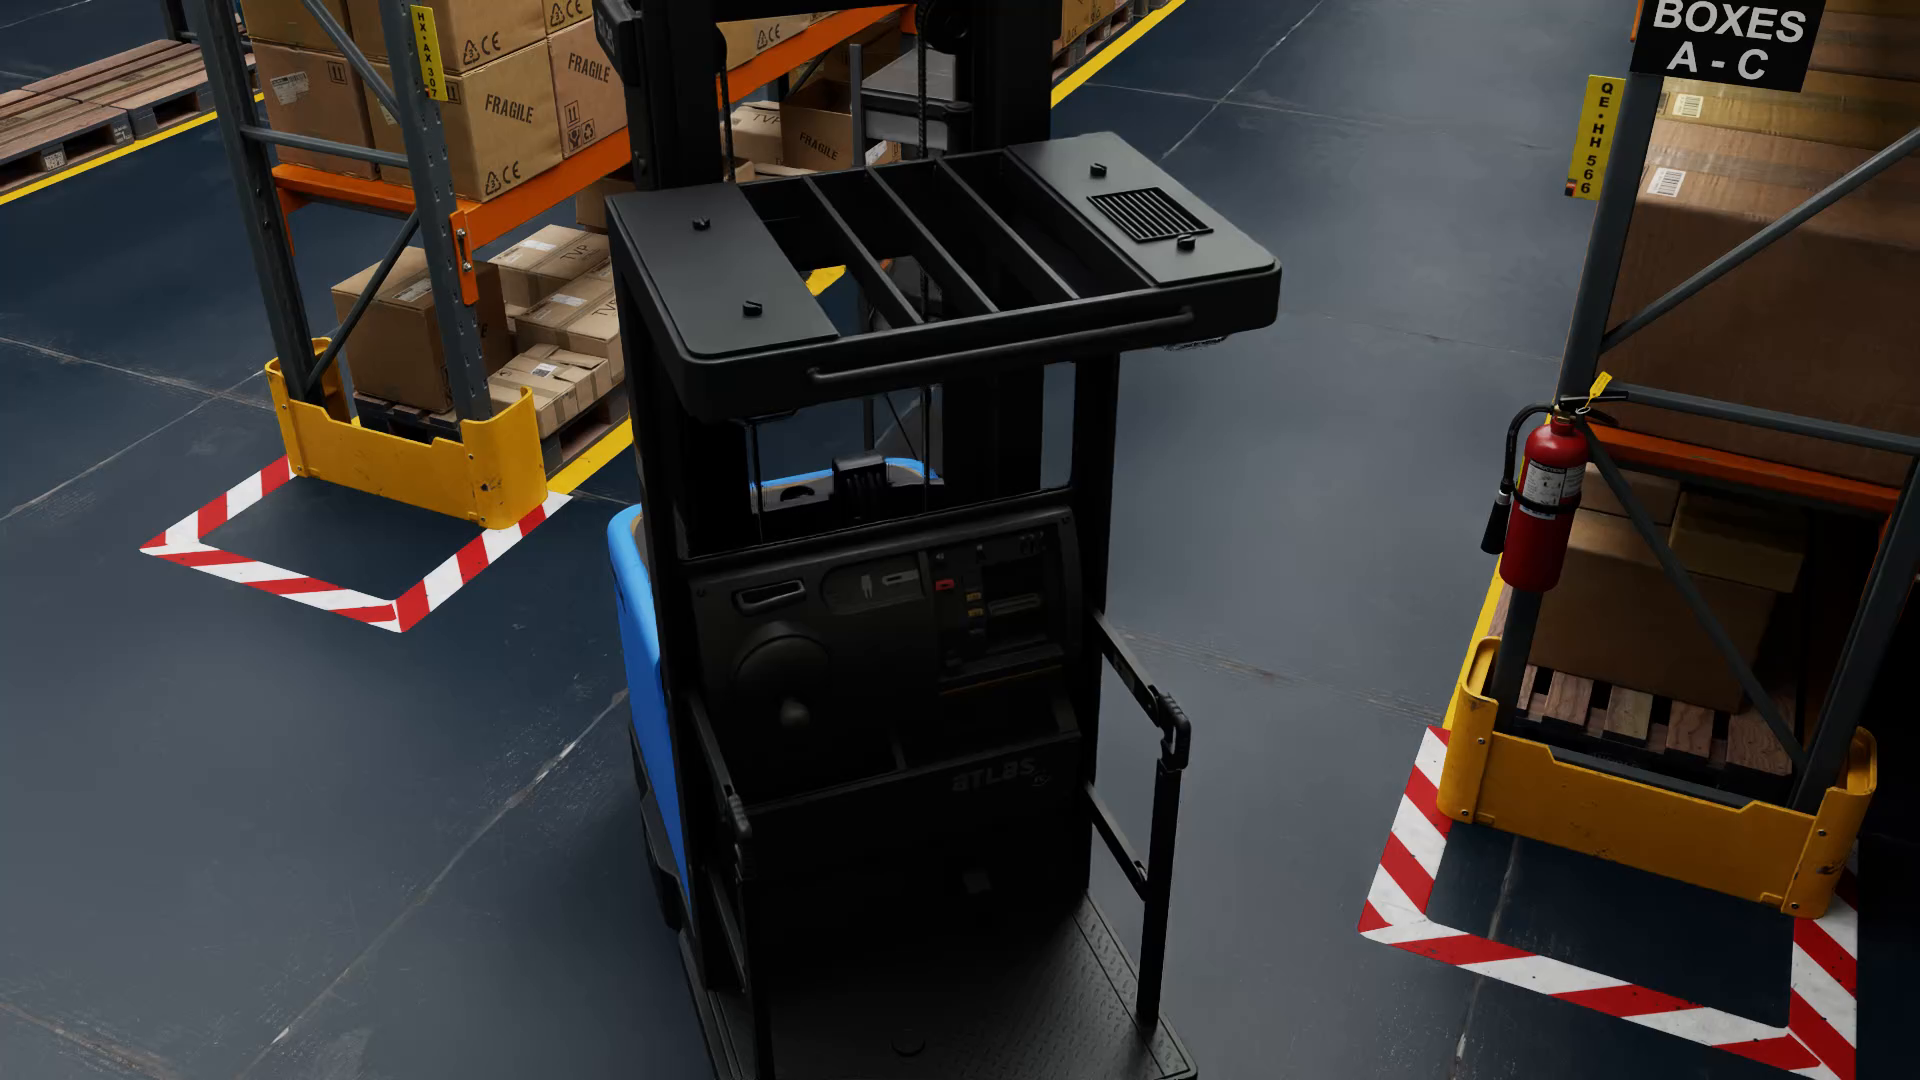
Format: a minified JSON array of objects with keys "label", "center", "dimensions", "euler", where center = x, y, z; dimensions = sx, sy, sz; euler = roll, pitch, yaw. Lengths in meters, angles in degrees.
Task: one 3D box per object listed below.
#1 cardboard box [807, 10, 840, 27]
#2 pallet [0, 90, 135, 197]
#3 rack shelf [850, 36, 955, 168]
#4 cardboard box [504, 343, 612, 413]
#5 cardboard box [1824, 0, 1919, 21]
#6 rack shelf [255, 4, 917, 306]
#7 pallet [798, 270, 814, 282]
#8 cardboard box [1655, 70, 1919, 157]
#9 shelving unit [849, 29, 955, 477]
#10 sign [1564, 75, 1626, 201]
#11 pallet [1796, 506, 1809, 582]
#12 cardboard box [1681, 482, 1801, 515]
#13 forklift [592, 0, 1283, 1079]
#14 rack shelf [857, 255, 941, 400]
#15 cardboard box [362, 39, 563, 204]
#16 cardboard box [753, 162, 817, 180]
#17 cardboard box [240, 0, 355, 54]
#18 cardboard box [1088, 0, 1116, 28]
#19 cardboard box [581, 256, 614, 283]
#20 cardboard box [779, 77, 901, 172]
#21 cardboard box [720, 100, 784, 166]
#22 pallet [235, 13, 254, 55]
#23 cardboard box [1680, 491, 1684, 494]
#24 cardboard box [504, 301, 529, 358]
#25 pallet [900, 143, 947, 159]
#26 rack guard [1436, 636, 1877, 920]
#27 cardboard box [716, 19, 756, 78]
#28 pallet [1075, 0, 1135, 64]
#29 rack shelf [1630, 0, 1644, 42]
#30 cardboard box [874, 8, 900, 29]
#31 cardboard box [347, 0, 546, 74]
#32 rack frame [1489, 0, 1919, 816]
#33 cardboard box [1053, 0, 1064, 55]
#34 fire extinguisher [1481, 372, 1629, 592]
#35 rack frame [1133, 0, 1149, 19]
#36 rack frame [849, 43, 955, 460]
[{"label":"cardboard box","center":[-0.871,-2.934,8.398],"dimensions":[0.500,0.500,0.500],"euler":[15,36,22]},{"label":"pallet","center":[-5.959,-2.444,10.285],"dimensions":[1.003,0.211,1.213],"euler":[14,36,20]},{"label":"rack shelf","center":[-0.069,-1.370,5.672],"dimensions":[0.431,0.518,0.480],"euler":[14,36,20]},{"label":"cardboard box","center":[-1.762,-0.718,7.293],"dimensions":[0.380,0.166,0.250],"euler":[14,36,20]},{"label":"cardboard box","center":[3.268,-1.819,6.516],"dimensions":[0.980,0.700,0.700],"euler":[13,36,19]},{"label":"rack shelf","center":[-1.517,-2.160,7.965],"dimensions":[1.077,0.370,4.000],"euler":[14,36,20]},{"label":"pallet","center":[-1.478,-1.339,8.600],"dimensions":[1.003,0.211,1.213],"euler":[14,36,20]},{"label":"cardboard box","center":[2.645,-1.077,5.384],"dimensions":[0.980,0.700,0.700],"euler":[14,36,20]},{"label":"shelving unit","center":[-0.069,-0.796,6.049],"dimensions":[0.431,2.100,0.503],"euler":[14,36,20]},{"label":"sign","center":[1.660,-1.045,4.336],"dimensions":[0.100,0.325,0.005],"euler":[14,36,20]},{"label":"pallet","center":[2.922,-0.186,6.841],"dimensions":[1.003,0.211,1.213],"euler":[14,36,20]},{"label":"cardboard box","center":[2.689,-0.248,5.698],"dimensions":[0.380,0.149,0.250],"euler":[14,36,21]},{"label":"forklift","center":[-0.079,0.244,3.705],"dimensions":[1.130,2.935,3.031],"euler":[-11,35,-17]},{"label":"rack shelf","center":[-0.069,-0.784,6.056],"dimensions":[0.431,0.518,0.480],"euler":[14,36,20]},{"label":"cardboard box","center":[-1.929,-1.667,6.466],"dimensions":[0.500,0.500,0.500],"euler":[15,36,21]},{"label":"cardboard box","center":[-0.975,-1.794,8.802],"dimensions":[0.500,0.311,0.500],"euler":[14,36,20]},{"label":"cardboard box","center":[-2.417,-2.210,6.381],"dimensions":[0.500,0.500,0.500],"euler":[14,36,20]},{"label":"cardboard box","center":[0.815,-4.068,12.097],"dimensions":[0.500,0.500,0.500],"euler":[16,36,22]},{"label":"cardboard box","center":[-1.450,-1.203,7.955],"dimensions":[0.500,0.250,0.500],"euler":[14,36,20]},{"label":"cardboard box","center":[-0.661,-2.247,9.320],"dimensions":[0.500,0.500,0.500],"euler":[14,36,20]},{"label":"cardboard box","center":[-1.053,-2.357,9.660],"dimensions":[0.500,0.311,0.500],"euler":[14,36,20]},{"label":"pallet","center":[-4.817,-3.804,12.359],"dimensions":[1.003,0.211,1.213],"euler":[14,36,20]},{"label":"cardboard box","center":[2.558,-0.082,6.035],"dimensions":[0.700,0.500,0.500],"euler":[14,36,20]},{"label":"cardboard box","center":[-2.099,-0.973,7.680],"dimensions":[0.380,0.166,0.250],"euler":[14,36,20]},{"label":"pallet","center":[-0.374,-2.705,10.683],"dimensions":[1.003,0.211,1.213],"euler":[14,36,20]},{"label":"rack guard","center":[2.137,0.727,5.186],"dimensions":[1.175,0.500,0.348],"euler":[14,36,20]},{"label":"cardboard box","center":[-1.295,-2.423,7.619],"dimensions":[0.500,0.500,0.500],"euler":[15,36,21]},{"label":"pallet","center":[0.646,-3.920,12.536],"dimensions":[1.003,0.211,1.213],"euler":[14,36,20]},{"label":"rack shelf","center":[2.984,-2.280,5.412],"dimensions":[1.077,0.370,4.000],"euler":[14,36,20]},{"label":"cardboard box","center":[-0.520,-3.152,10.699],"dimensions":[0.500,0.500,0.500],"euler":[14,36,21]},{"label":"cardboard box","center":[-1.929,-2.085,6.192],"dimensions":[0.500,0.500,0.500],"euler":[15,36,22]},{"label":"rack frame","center":[2.147,-0.330,4.518],"dimensions":[1.000,3.000,0.127],"euler":[14,36,20]},{"label":"cardboard box","center":[0.384,-3.548,11.304],"dimensions":[0.500,0.500,0.500],"euler":[13,35,19]},{"label":"fire extinguisher","center":[1.665,-0.173,4.689],"dimensions":[0.296,0.674,0.183],"euler":[14,36,20]},{"label":"rack frame","center":[0.993,-5.449,12.325],"dimensions":[1.000,3.000,0.127],"euler":[14,36,20]},{"label":"rack frame","center":[-0.171,-0.674,5.863],"dimensions":[0.400,2.100,0.015],"euler":[14,36,20]}]
